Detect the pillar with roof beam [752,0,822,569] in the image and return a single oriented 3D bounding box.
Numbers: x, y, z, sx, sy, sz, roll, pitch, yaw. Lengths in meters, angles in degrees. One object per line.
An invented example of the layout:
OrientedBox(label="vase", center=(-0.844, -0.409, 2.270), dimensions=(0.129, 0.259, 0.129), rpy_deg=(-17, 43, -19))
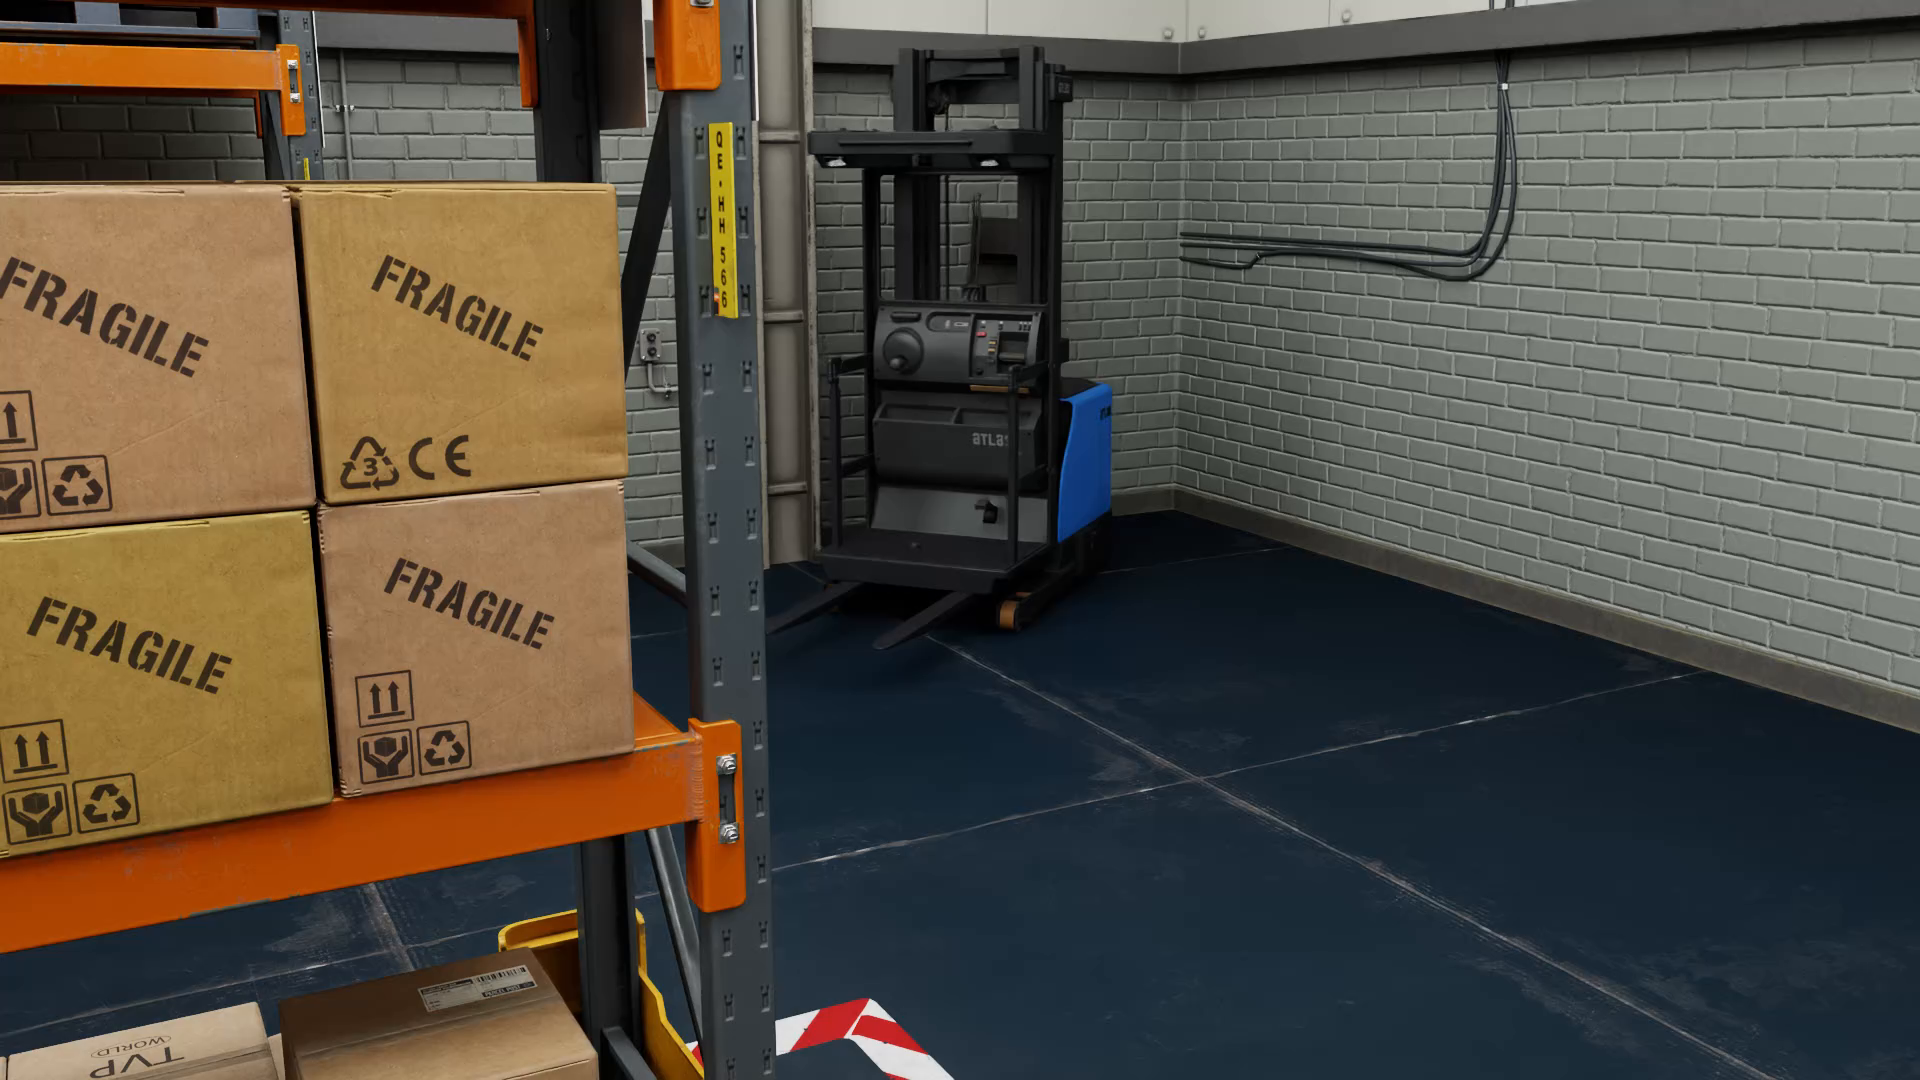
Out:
OrientedBox(label="pillar with roof beam", center=(0.988, -3.437, 5.386), dimensions=(0.400, 9.000, 9.100), rpy_deg=(-7, 14, -28))

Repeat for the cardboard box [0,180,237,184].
OrientedBox(label="cardboard box", center=(-1.624, -0.419, 3.135), dimensions=(0.500, 0.500, 0.500), rpy_deg=(-7, 14, -27))

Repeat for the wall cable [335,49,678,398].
OrientedBox(label="wall cable", center=(-2.359, -1.702, 9.025), dimensions=(1.851, 1.984, 0.084), rpy_deg=(-7, 14, -28))

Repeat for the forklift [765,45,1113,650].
OrientedBox(label="forklift", center=(-0.095, -1.061, 8.648), dimensions=(1.130, 2.935, 3.031), rpy_deg=(5, 14, 21))

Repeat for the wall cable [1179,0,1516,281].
OrientedBox(label="wall cable", center=(2.106, -2.827, 9.748), dimensions=(0.112, 2.526, 3.097), rpy_deg=(-7, 14, -28))

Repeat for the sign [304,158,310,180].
OrientedBox(label="sign", center=(-2.782, -1.464, 7.104), dimensions=(0.005, 0.325, 0.100), rpy_deg=(-7, 14, -28))

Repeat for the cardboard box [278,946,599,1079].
OrientedBox(label="cardboard box", center=(-1.012, 1.175, 3.249), dimensions=(0.500, 0.500, 0.500), rpy_deg=(-7, 14, -28))

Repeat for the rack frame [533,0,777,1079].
OrientedBox(label="rack frame", center=(-0.654, 0.064, 3.491), dimensions=(0.053, 2.616, 0.949), rpy_deg=(-7, 14, -28))

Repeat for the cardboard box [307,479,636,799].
OrientedBox(label="cardboard box", center=(-0.916, 0.116, 3.035), dimensions=(0.500, 0.500, 0.500), rpy_deg=(-6, 14, -26))

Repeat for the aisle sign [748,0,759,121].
OrientedBox(label="aisle sign", center=(-0.446, -1.151, 2.972), dimensions=(0.004, 0.787, 0.394), rpy_deg=(-7, 14, -28))

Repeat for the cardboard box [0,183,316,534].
OrientedBox(label="cardboard box", center=(-1.355, -0.318, 2.687), dimensions=(0.500, 0.500, 0.500), rpy_deg=(-6, 14, -26))

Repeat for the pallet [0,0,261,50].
OrientedBox(label="pallet", center=(-3.676, -2.229, 7.053), dimensions=(1.213, 0.211, 1.003), rpy_deg=(-7, 14, -28))

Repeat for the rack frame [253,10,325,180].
OrientedBox(label="rack frame", center=(-3.030, -0.889, 7.728), dimensions=(0.127, 3.000, 1.000), rpy_deg=(-7, 14, -28))

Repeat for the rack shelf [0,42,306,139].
OrientedBox(label="rack shelf", center=(-4.785, -1.791, 6.543), dimensions=(4.000, 0.370, 1.077), rpy_deg=(-7, 14, -28))

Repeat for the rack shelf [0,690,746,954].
OrientedBox(label="rack shelf", center=(-2.408, 0.626, 2.632), dimensions=(4.000, 0.370, 1.077), rpy_deg=(-7, 14, -28))

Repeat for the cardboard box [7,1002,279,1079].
OrientedBox(label="cardboard box", center=(-1.705, 1.247, 3.497), dimensions=(0.500, 0.250, 0.500), rpy_deg=(-7, 14, -28))

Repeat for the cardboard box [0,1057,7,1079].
OrientedBox(label="cardboard box", center=(-2.144, 1.300, 3.263), dimensions=(0.500, 0.250, 0.500), rpy_deg=(-7, 14, -28))

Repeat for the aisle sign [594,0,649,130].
OrientedBox(label="aisle sign", center=(-0.734, -1.267, 3.486), dimensions=(0.004, 0.787, 0.394), rpy_deg=(-7, 14, -28))

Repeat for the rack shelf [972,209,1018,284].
OrientedBox(label="rack shelf", center=(0.336, -1.757, 10.263), dimensions=(0.480, 0.518, 0.431), rpy_deg=(2, 9, -5))

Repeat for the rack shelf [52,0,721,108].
OrientedBox(label="rack shelf", center=(-2.408, -0.837, 2.303), dimensions=(4.000, 0.370, 1.077), rpy_deg=(-7, 14, -28))

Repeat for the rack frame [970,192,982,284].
OrientedBox(label="rack frame", center=(0.061, -1.088, 10.347), dimensions=(0.015, 2.100, 0.400), rpy_deg=(2, 9, -5))

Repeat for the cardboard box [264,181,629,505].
OrientedBox(label="cardboard box", center=(-0.912, -0.372, 2.924), dimensions=(0.500, 0.500, 0.500), rpy_deg=(-7, 14, -28))

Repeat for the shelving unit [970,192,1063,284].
OrientedBox(label="shelving unit", center=(0.304, -1.080, 10.369), dimensions=(0.503, 2.100, 0.431), rpy_deg=(2, 9, -5))

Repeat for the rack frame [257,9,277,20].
OrientedBox(label="rack frame", center=(-3.030, -3.816, 7.070), dimensions=(0.127, 3.000, 1.000), rpy_deg=(-7, 14, -28))

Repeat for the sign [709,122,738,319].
OrientedBox(label="sign", center=(-0.405, -0.545, 2.842), dimensions=(0.005, 0.325, 0.100), rpy_deg=(-7, 14, -28))

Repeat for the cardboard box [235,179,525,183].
OrientedBox(label="cardboard box", center=(-1.169, -0.476, 3.386), dimensions=(0.500, 0.500, 0.500), rpy_deg=(-6, 14, -26))

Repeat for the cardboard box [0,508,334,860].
OrientedBox(label="cardboard box", center=(-1.369, 0.171, 2.789), dimensions=(0.500, 0.500, 0.500), rpy_deg=(-7, 14, -27))

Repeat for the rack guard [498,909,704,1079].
OrientedBox(label="rack guard", center=(-0.720, 1.293, 3.727), dimensions=(0.348, 0.500, 1.175), rpy_deg=(-7, 14, -28))

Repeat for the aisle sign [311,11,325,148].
OrientedBox(label="aisle sign", center=(-2.823, -2.107, 7.220), dimensions=(0.004, 0.787, 0.394), rpy_deg=(-7, 14, -28))

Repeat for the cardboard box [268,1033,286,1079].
OrientedBox(label="cardboard box", center=(-1.404, 1.237, 3.733), dimensions=(0.250, 0.166, 0.380), rpy_deg=(-7, 14, -28))
